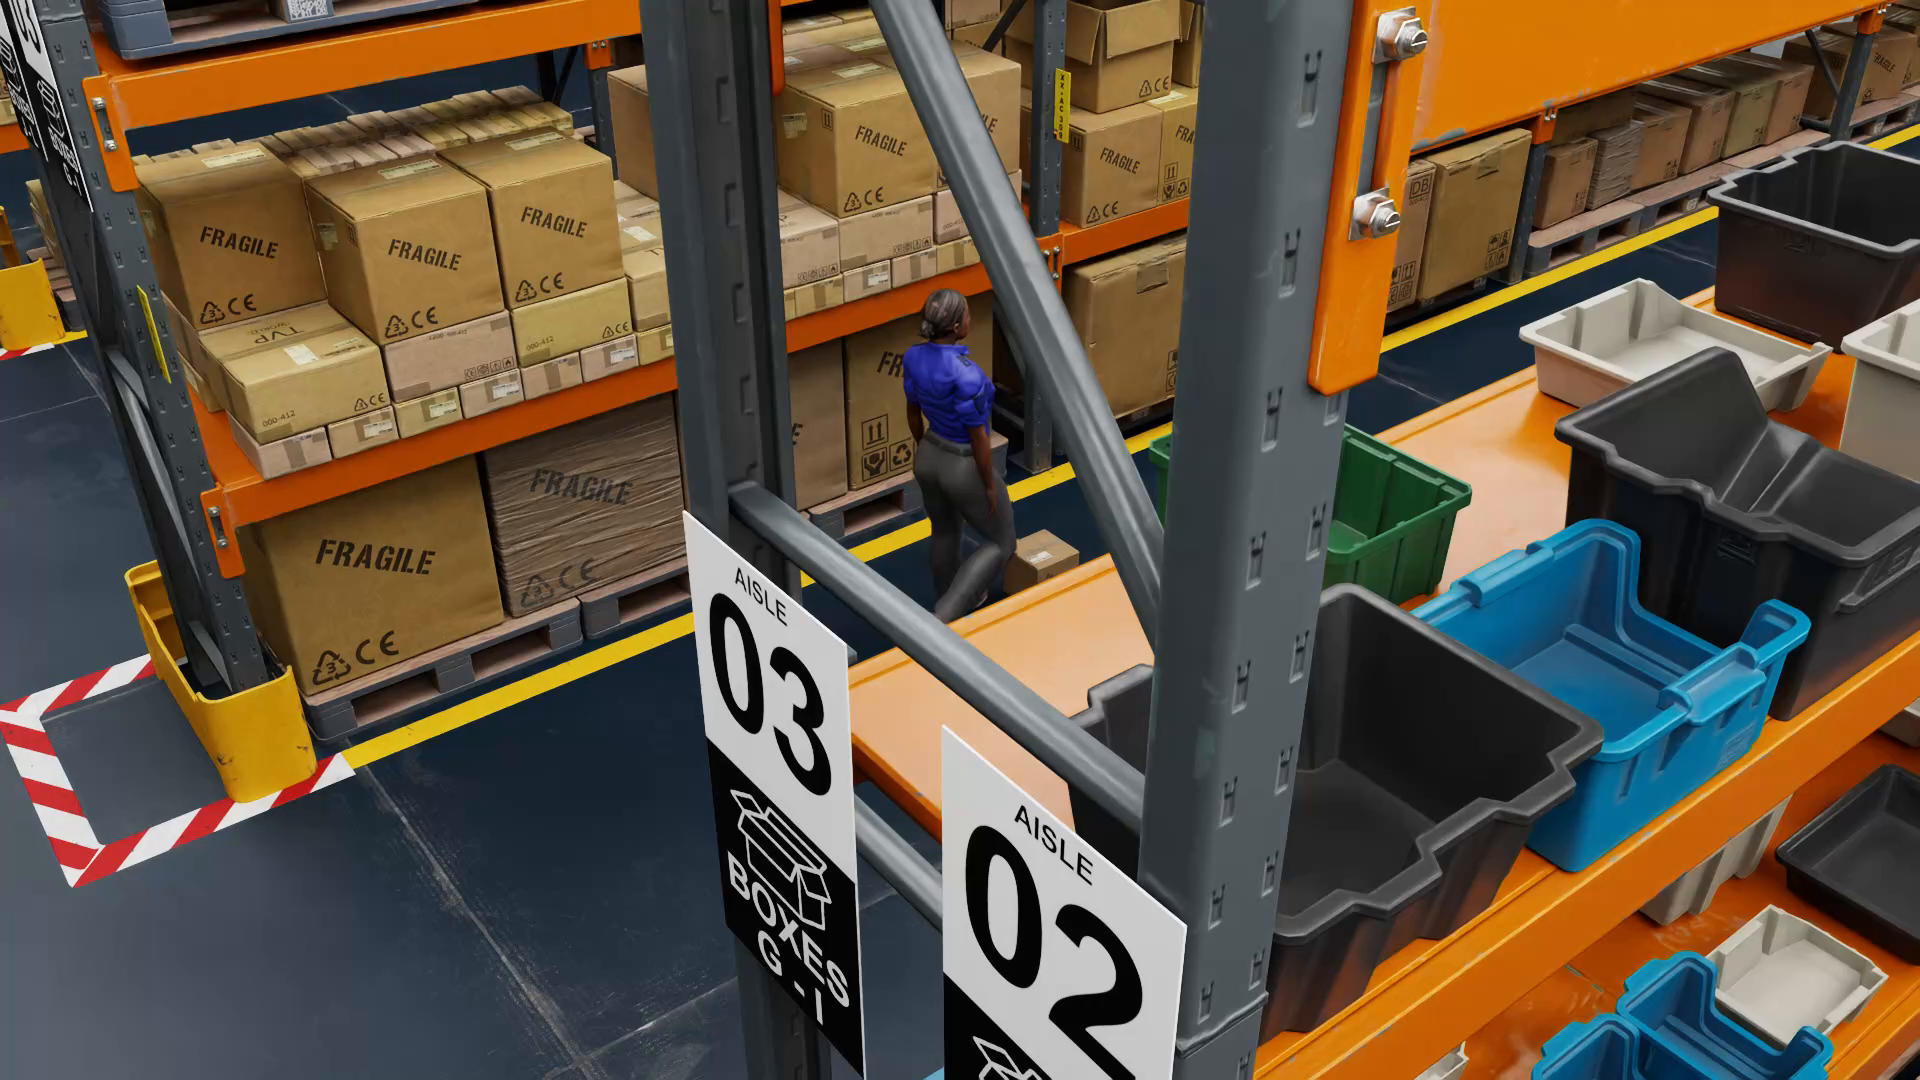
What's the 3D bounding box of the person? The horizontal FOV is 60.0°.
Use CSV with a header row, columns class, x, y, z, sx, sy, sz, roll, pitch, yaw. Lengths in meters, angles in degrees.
class,x,y,z,sx,sy,sz,roll,pitch,yaw
person,-0.016,-0.304,7.097,0.496,1.663,0.564,28,42,36
